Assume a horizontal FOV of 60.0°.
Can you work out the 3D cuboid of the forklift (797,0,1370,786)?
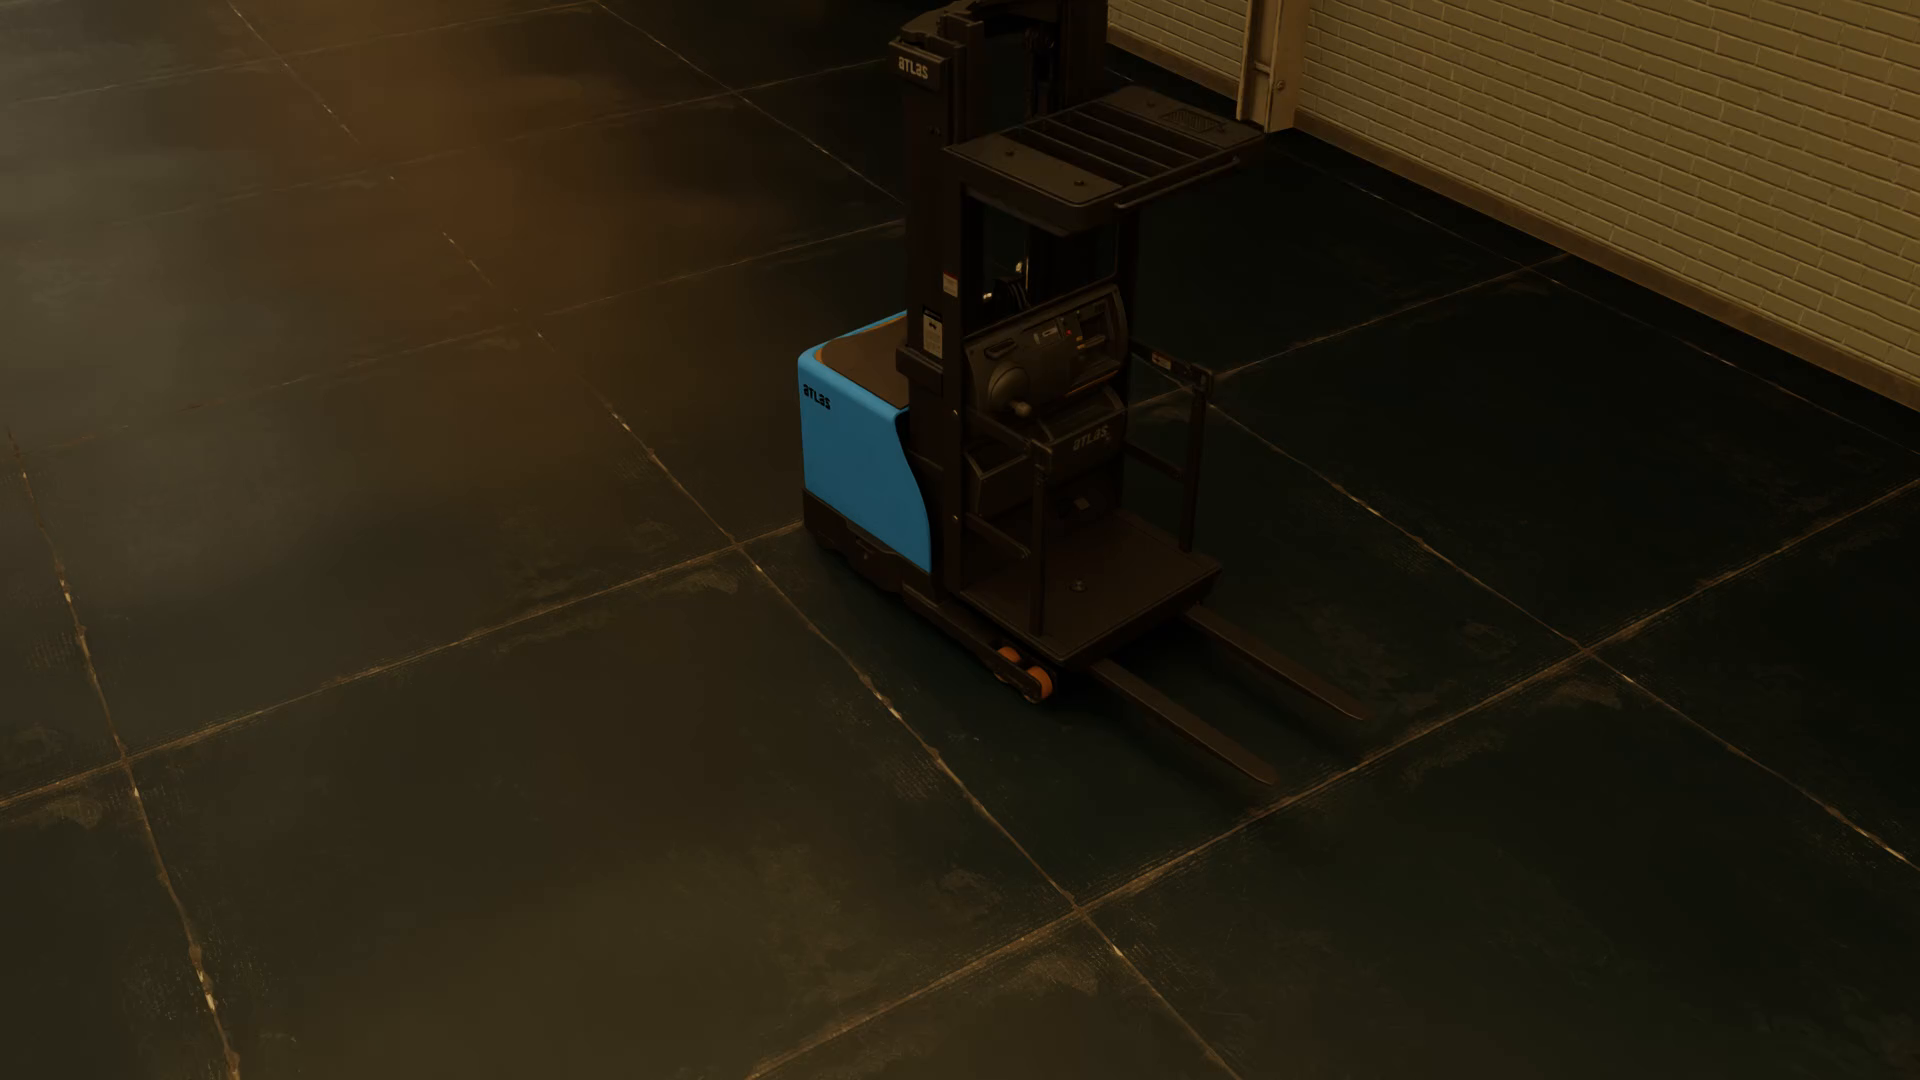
[{"bbox_3d":[0.536,-0.784,7.263,1.130,2.935,3.031,-27,43,-33],"label":"forklift"}]

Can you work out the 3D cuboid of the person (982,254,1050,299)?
[{"bbox_3d":[0.256,-0.694,8.328,0.995,1.551,0.893,-24,42,-30],"label":"person"}]
